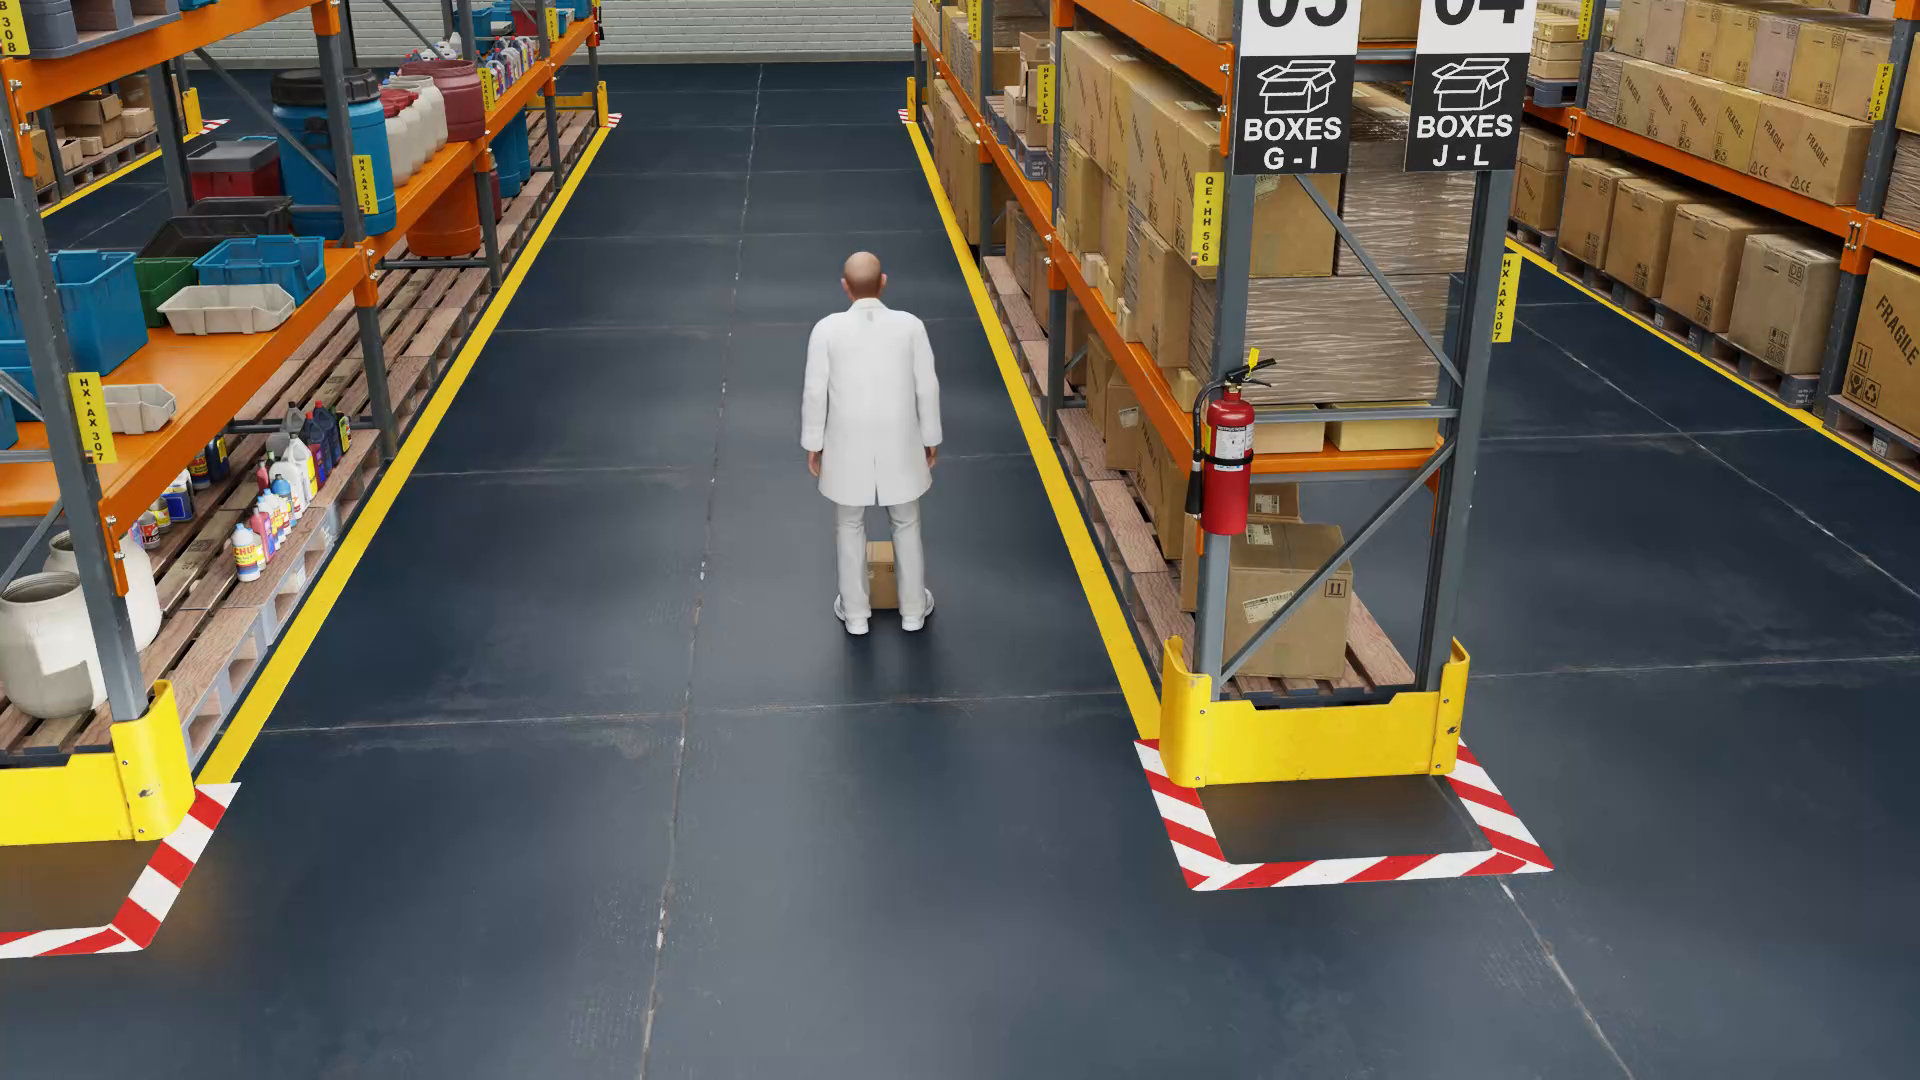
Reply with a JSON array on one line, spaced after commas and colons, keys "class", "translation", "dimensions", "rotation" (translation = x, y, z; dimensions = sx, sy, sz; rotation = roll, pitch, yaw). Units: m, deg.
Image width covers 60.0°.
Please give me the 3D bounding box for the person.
[{"class": "person", "translation": [-0.400, -0.430, 7.612], "dimensions": [0.648, 1.774, 0.418], "rotation": [-2, 24, -6]}]
